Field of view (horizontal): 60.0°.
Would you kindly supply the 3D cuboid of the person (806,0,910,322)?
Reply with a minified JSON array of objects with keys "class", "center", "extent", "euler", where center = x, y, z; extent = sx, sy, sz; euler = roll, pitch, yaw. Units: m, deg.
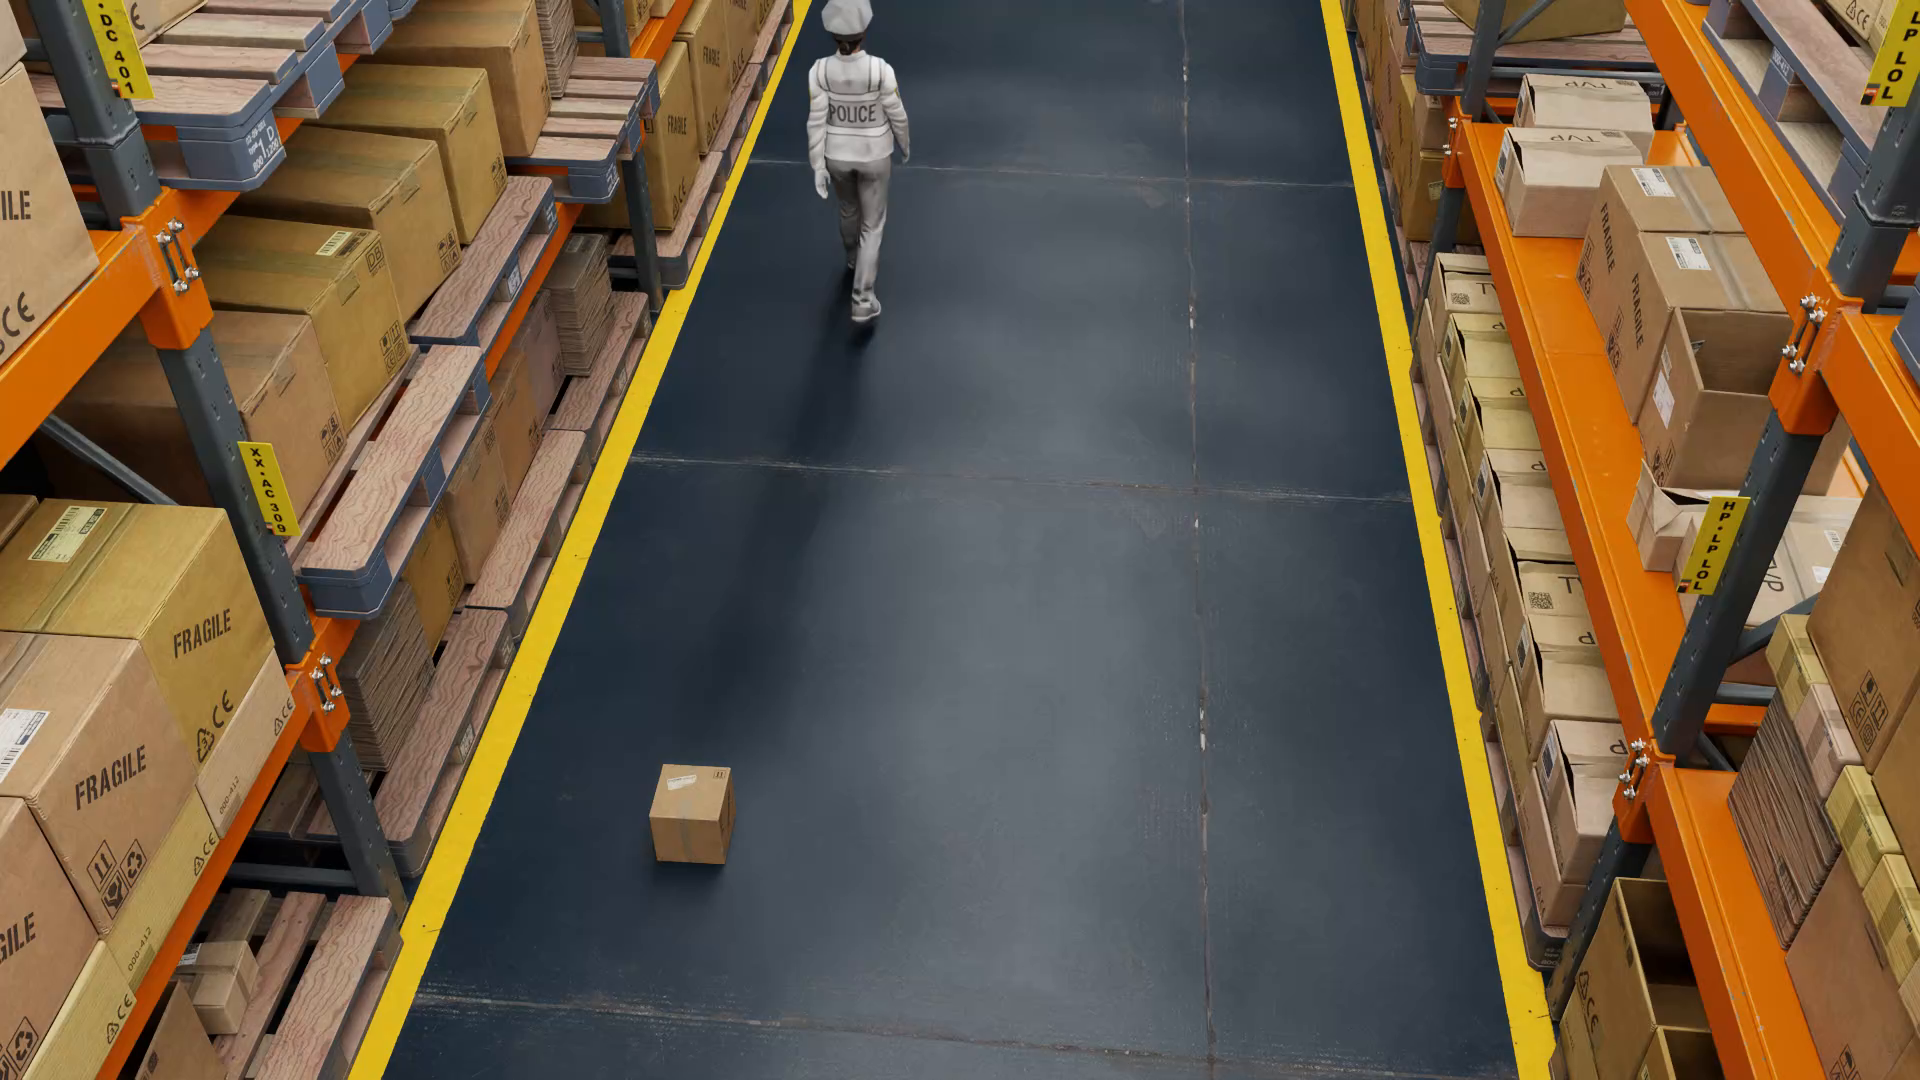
[{"class":"person","center":[-0.505,-1.975,8.459],"extent":[0.492,1.640,0.961],"euler":[6,41,6]}]
